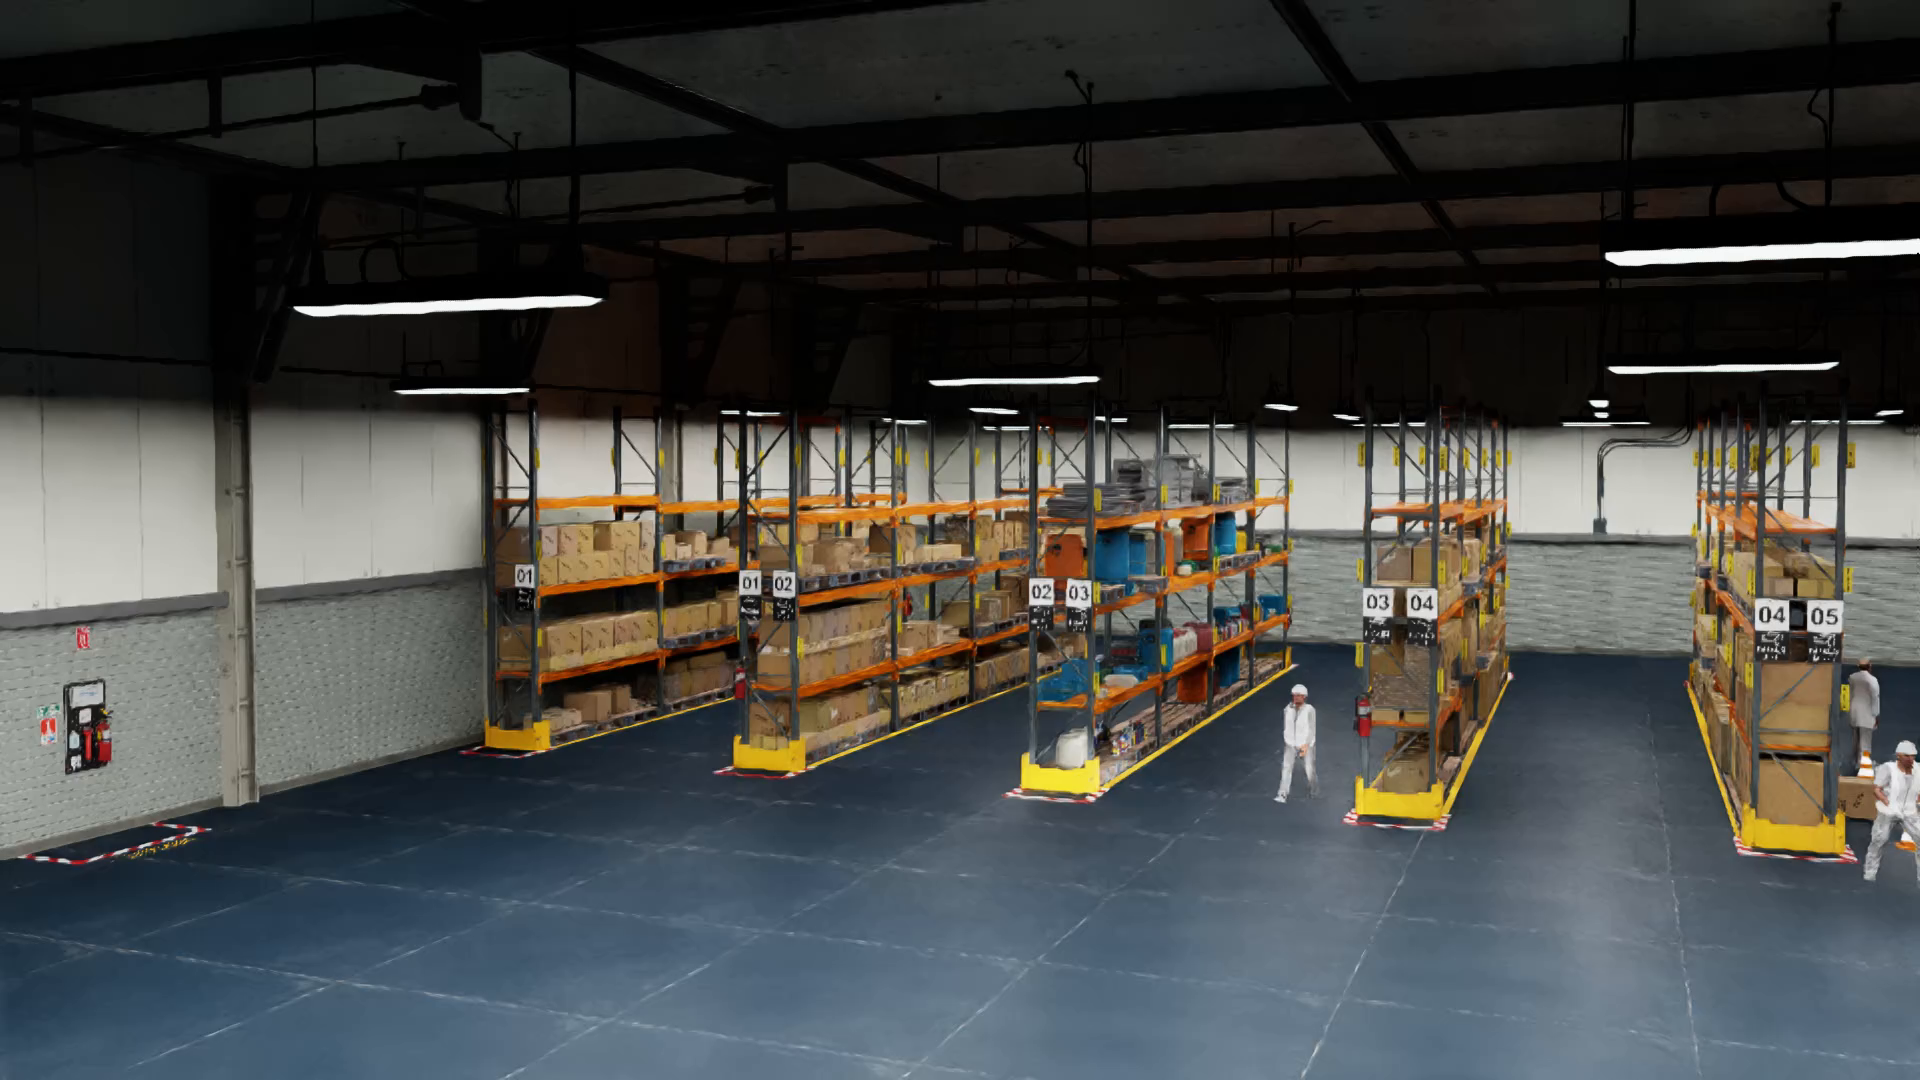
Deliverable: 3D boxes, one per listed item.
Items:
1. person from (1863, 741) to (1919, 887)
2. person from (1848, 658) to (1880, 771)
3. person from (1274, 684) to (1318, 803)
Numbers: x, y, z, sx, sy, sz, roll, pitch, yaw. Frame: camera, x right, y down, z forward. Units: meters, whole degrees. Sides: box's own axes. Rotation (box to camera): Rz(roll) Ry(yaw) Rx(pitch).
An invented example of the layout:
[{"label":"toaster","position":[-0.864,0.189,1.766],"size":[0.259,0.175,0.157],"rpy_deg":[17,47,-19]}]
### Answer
[{"label":"person","position":[10.959,3.175,19.394],"size":[0.704,1.717,0.810],"rpy_deg":[0,3,3]},{"label":"person","position":[14.561,2.779,26.707],"size":[0.504,1.784,0.640],"rpy_deg":[0,3,-10]},{"label":"person","position":[4.930,2.944,24.145],"size":[0.535,1.715,1.031],"rpy_deg":[2,3,30]}]
